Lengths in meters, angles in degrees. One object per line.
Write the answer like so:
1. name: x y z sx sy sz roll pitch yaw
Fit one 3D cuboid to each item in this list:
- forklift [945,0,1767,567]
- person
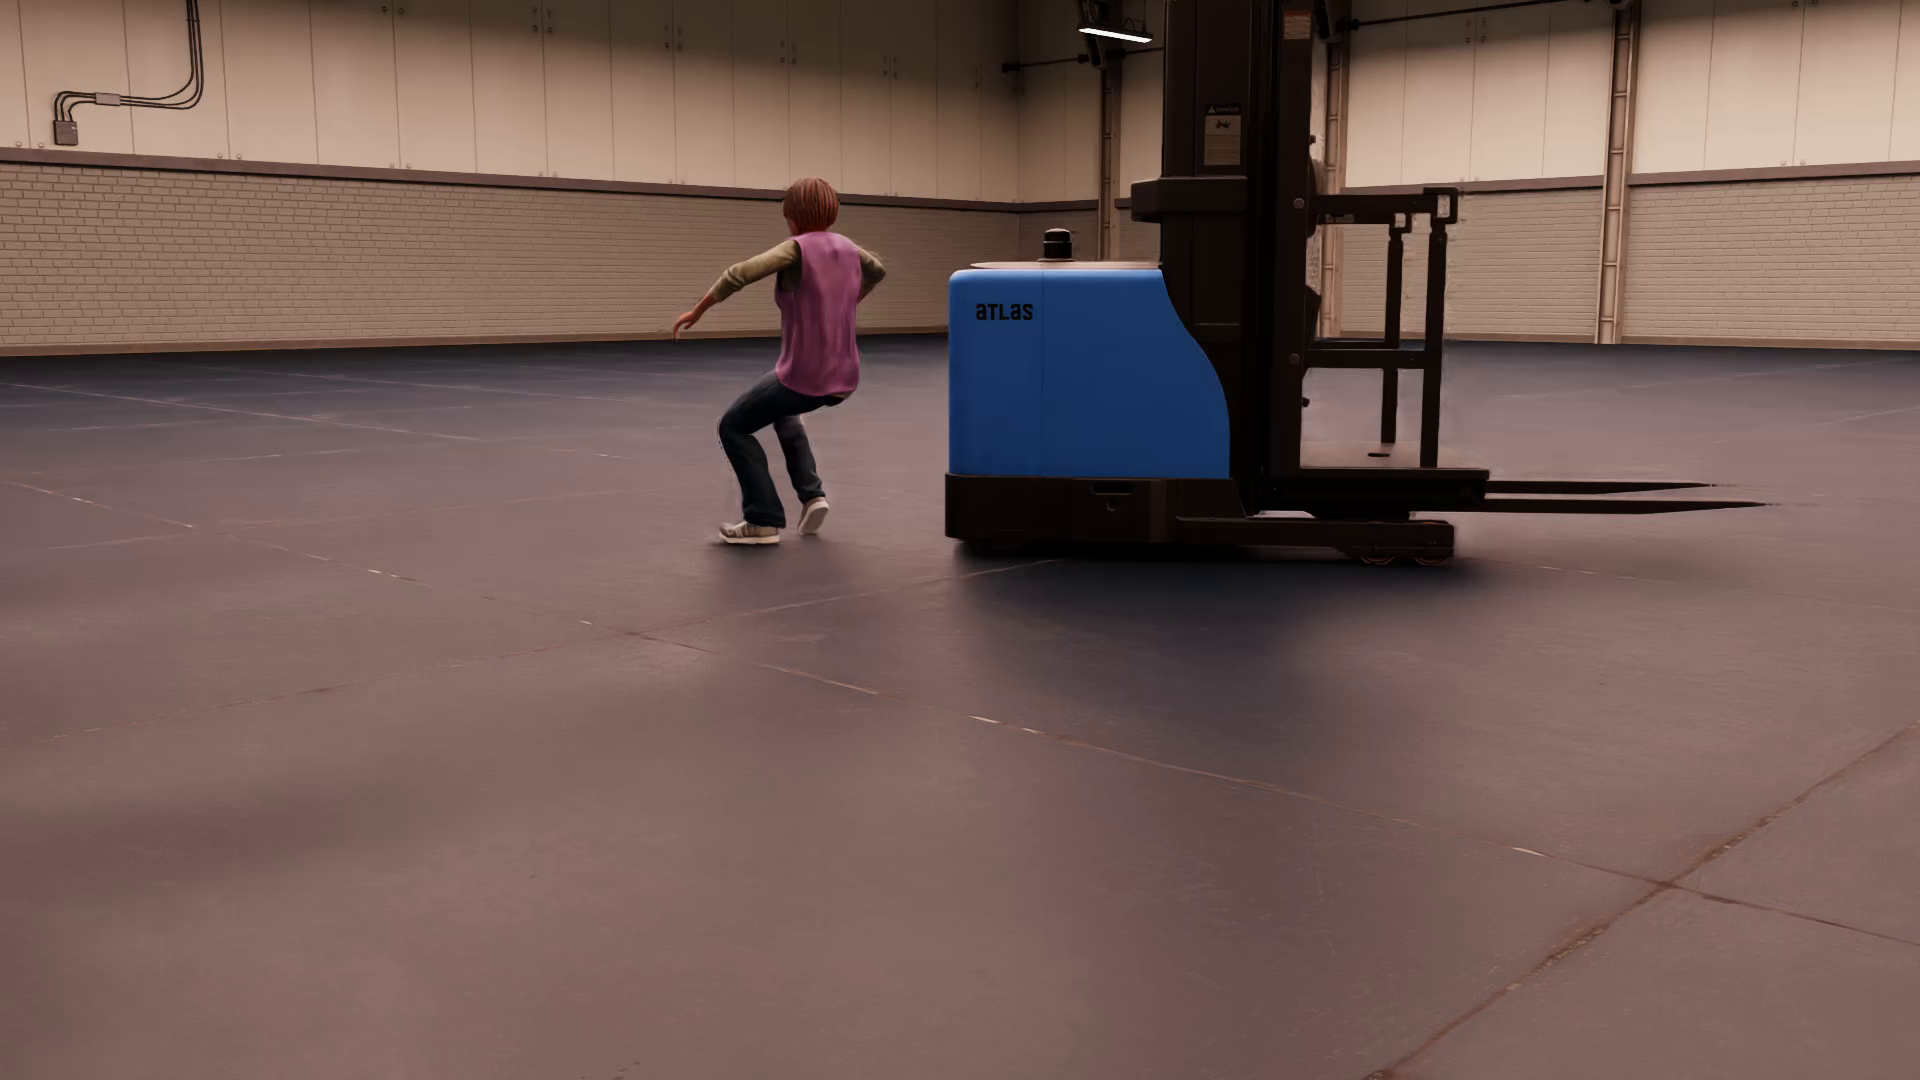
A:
1. forklift: 1.495 -1.436 6.408 3.031 2.935 1.130 1 9 6
2. person: -0.678 -0.678 6.499 0.553 1.449 0.922 7 11 39
